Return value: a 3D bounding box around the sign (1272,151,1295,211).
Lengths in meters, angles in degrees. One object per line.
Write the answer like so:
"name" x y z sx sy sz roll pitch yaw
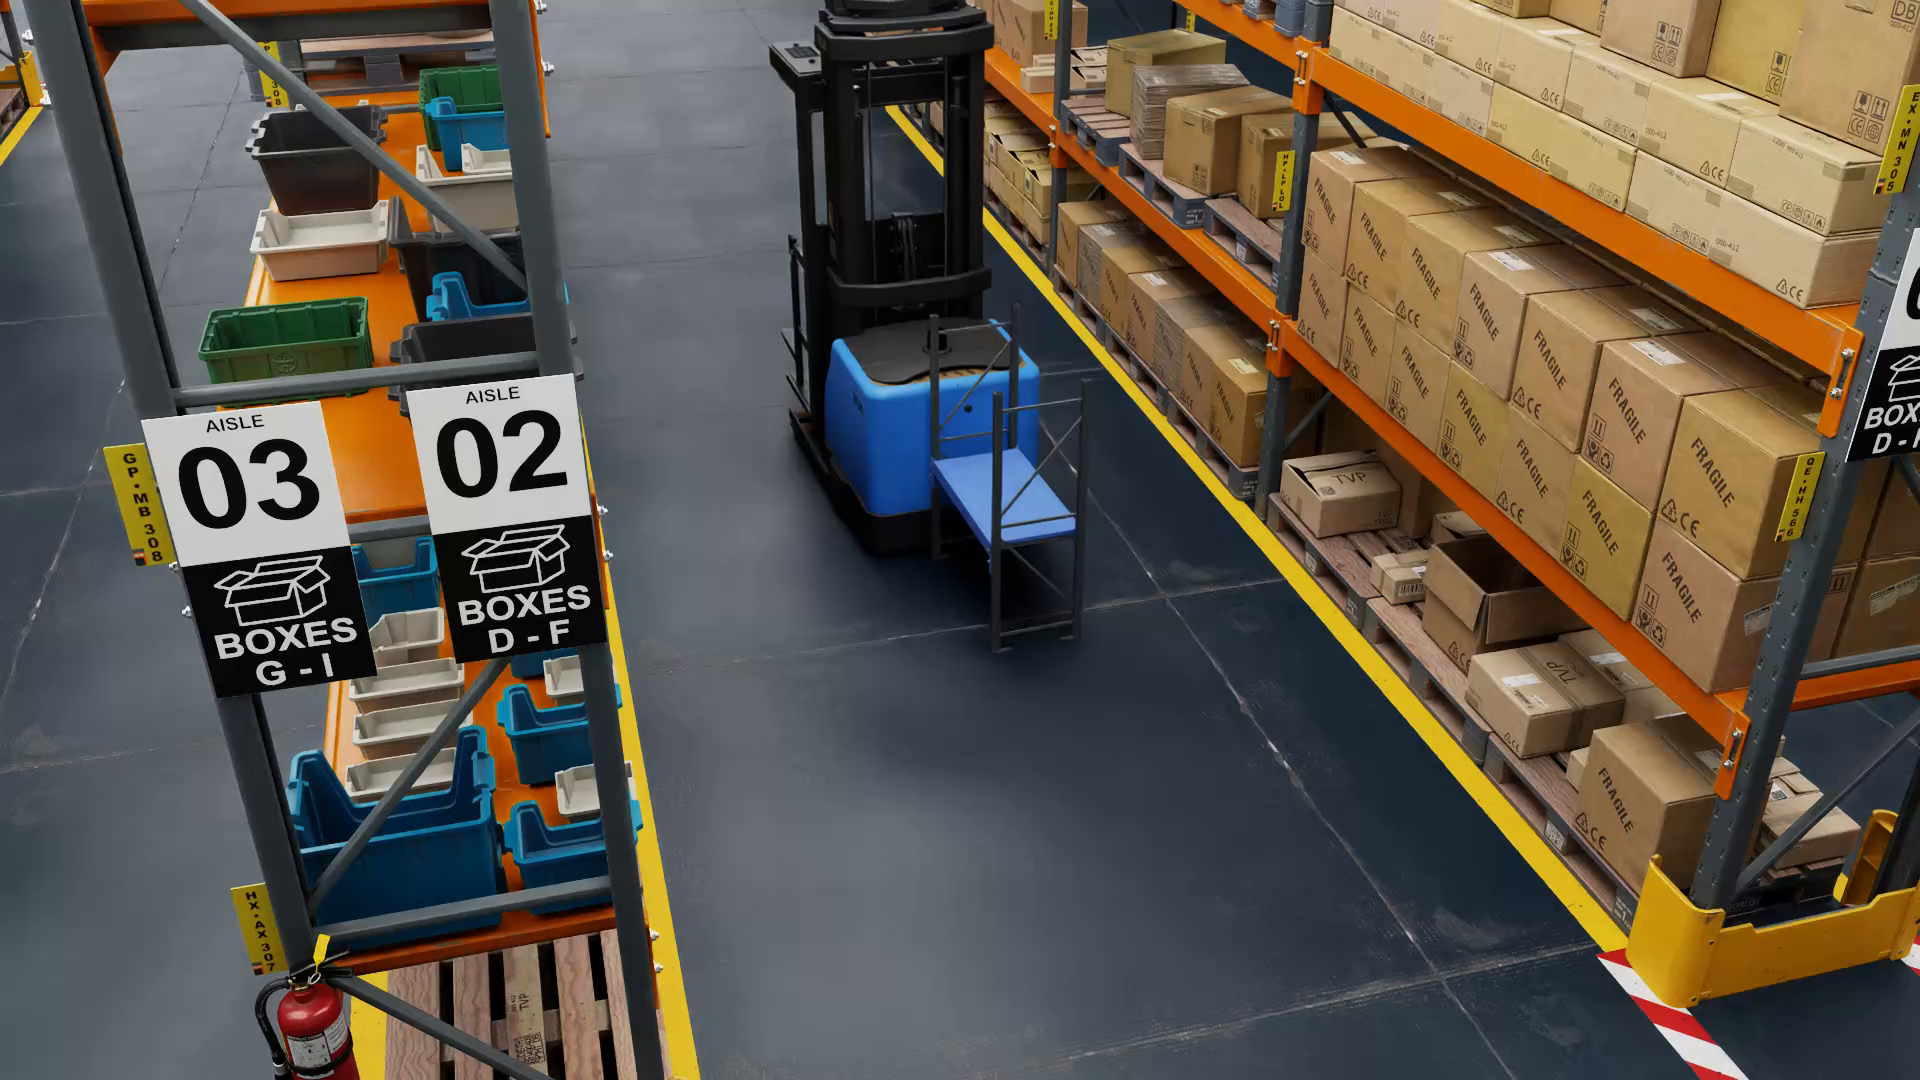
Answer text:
"sign" 1.737 -1.925 8.925 0.100 0.325 0.005 -8 31 -13

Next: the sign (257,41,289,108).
"sign" -3.037 -2.072 7.333 0.100 0.325 0.005 -8 31 -13

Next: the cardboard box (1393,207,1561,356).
"cardboard box" 2.398 -1.213 7.753 0.500 0.500 0.500 -9 31 -15

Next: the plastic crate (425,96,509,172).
"plastic crate" -1.956 -1.671 6.815 0.416 0.233 0.300 -8 31 -13

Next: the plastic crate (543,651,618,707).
"plastic crate" -1.378 0.521 6.059 0.250 0.136 0.298 -8 31 -13

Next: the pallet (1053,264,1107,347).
"pallet" 1.371 -1.859 12.750 1.003 0.211 1.213 -8 31 -13

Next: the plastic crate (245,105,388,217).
"plastic crate" -2.441 -1.448 6.393 0.497 0.269 0.590 -8 31 -13

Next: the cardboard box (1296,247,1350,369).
"cardboard box" 2.143 -1.260 8.833 0.500 0.500 0.500 -7 31 -12

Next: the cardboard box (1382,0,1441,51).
"cardboard box" 2.295 -2.440 7.627 0.500 0.250 0.500 -8 31 -13

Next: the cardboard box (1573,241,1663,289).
"cardboard box" 3.059 -1.032 7.440 0.500 0.500 0.500 -8 31 -14

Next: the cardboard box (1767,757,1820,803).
"cardboard box" 3.486 1.100 7.245 0.380 0.166 0.250 -8 31 -13

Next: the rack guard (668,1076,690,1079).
"rack guard" -1.425 2.181 5.482 1.175 0.500 0.348 -8 31 -13

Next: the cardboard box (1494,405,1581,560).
"cardboard box" 2.683 -0.282 7.144 0.500 0.500 0.500 -8 31 -13

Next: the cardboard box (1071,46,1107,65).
"cardboard box" 1.158 -3.850 13.497 0.500 0.311 0.500 -8 31 -14

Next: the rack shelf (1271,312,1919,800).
"rack shelf" 2.802 -0.222 7.857 1.077 0.370 4.000 -8 31 -13

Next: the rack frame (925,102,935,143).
"rack frame" 0.147 -5.363 16.021 1.000 3.000 0.127 -8 31 -13

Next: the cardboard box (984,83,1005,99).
"cardboard box" 0.145 -4.122 15.643 0.500 0.311 0.500 -8 31 -14

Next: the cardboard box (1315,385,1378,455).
"cardboard box" 2.377 -0.874 10.321 0.500 0.500 0.500 -9 31 -16

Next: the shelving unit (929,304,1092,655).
"shelving unit" 0.240 -0.336 8.834 0.538 1.500 1.048 -9 31 -16

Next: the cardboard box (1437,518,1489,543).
"cardboard box" 2.895 0.074 8.873 0.500 0.311 0.500 -8 31 -13

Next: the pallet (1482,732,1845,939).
"pallet" 3.100 1.218 7.435 1.003 0.211 1.213 -8 31 -13

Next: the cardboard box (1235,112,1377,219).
"cardboard box" 2.117 -2.306 10.221 0.700 0.500 0.500 -3 30 -5

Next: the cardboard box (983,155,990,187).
"cardboard box" 0.424 -3.384 14.928 0.500 0.250 0.500 -7 31 -12

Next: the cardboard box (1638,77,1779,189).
"cardboard box" 2.817 -1.473 5.956 0.500 0.250 0.500 -8 31 -13

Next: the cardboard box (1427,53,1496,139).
"cardboard box" 2.421 -1.981 7.334 0.500 0.250 0.500 -8 31 -13

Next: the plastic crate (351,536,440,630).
"plastic crate" -2.237 0.178 6.555 0.416 0.233 0.300 -8 31 -13

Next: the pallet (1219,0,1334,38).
"pallet" 2.165 -3.040 9.202 1.213 0.211 1.003 -8 31 -13

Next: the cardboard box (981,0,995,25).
"cardboard box" 0.475 -4.779 14.912 0.500 0.500 0.500 -6 31 -10

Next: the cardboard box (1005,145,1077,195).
"cardboard box" 0.688 -3.136 13.939 0.500 0.311 0.500 -8 31 -14

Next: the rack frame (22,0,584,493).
"rack frame" -1.444 -1.507 3.370 1.000 3.000 0.127 -8 31 -13

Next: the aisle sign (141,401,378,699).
"aisle sign" -1.708 0.038 4.095 0.394 0.787 0.004 -8 31 -13

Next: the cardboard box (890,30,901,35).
"cardboard box" -0.444 -5.358 17.590 0.500 0.500 0.500 -8 31 -13

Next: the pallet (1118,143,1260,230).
"pallet" 1.730 -2.409 11.110 1.003 0.211 1.213 -8 31 -13

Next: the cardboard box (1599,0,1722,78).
"cardboard box" 2.893 -2.067 6.235 0.700 0.500 0.500 -8 31 -13

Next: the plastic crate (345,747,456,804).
"plastic crate" -1.835 0.808 5.563 0.396 0.136 0.243 -8 31 -13

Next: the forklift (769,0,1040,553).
"forklift" -0.482 -1.920 10.141 1.130 2.935 3.031 -9 31 -16

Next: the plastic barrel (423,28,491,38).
"plastic barrel" -2.404 -2.669 7.817 0.433 0.535 0.433 0 30 0

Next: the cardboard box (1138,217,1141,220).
"cardboard box" 1.353 -2.715 13.772 0.500 0.250 0.500 -8 31 -13

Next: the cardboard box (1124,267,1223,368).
"cardboard box" 1.471 -1.535 11.464 0.500 0.500 0.500 -9 31 -15

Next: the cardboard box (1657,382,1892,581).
"cardboard box" 2.949 -0.222 6.041 0.500 0.500 0.500 -8 31 -14

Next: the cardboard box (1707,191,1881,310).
"cardboard box" 2.942 -1.014 5.662 0.500 0.250 0.500 -8 31 -13

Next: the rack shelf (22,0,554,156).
"rack shelf" -1.975 -1.988 5.320 1.077 0.370 4.000 -8 31 -13

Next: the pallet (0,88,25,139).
"pallet" -10.265 -4.339 17.036 1.003 0.211 1.213 -8 31 -13

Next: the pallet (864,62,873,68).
"pallet" -0.671 -5.724 19.429 1.003 0.211 1.213 -8 31 -13

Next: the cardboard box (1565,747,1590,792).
"cardboard box" 2.930 1.031 7.363 0.380 0.166 0.250 -8 31 -13

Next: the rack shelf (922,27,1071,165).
"rack shelf" 0.678 -4.086 14.533 1.077 0.370 4.000 -8 31 -13

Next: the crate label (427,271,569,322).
"crate label" -1.378 -0.633 5.003 0.408 0.251 0.502 -8 31 -13
